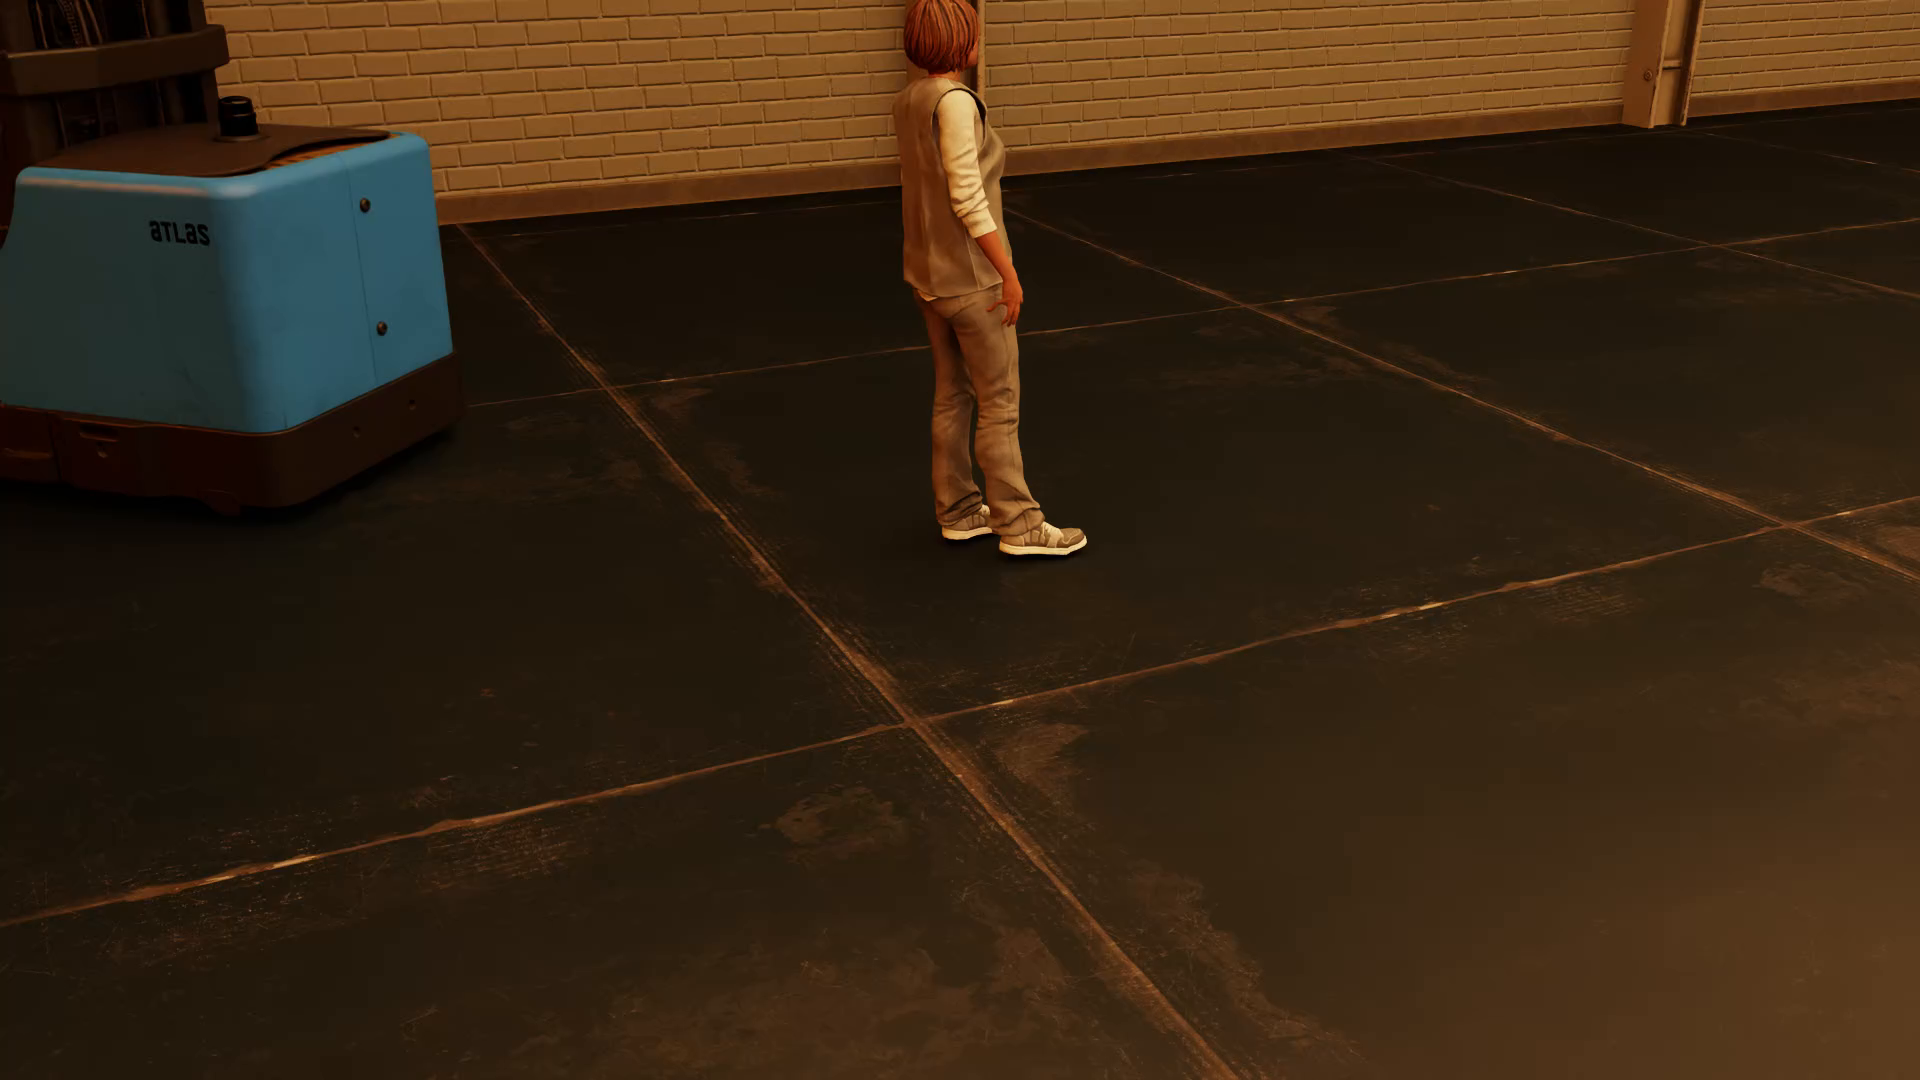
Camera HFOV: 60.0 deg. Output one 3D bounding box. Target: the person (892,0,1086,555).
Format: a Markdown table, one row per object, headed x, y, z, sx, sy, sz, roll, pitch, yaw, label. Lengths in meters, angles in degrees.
| x | y | z | sx | sy | sz | roll | pitch | yaw | label |
| --- | --- | --- | --- | --- | --- | --- | --- | --- | --- |
| 0.074 | -0.751 | 4.815 | 0.473 | 1.599 | 0.521 | -10 | 25 | -23 | person |

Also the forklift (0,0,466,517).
| x | y | z | sx | sy | sz | roll | pitch | yaw | label |
| --- | --- | --- | --- | --- | --- | --- | --- | --- | --- |
| -3.360 | -1.742 | 5.480 | 3.031 | 2.935 | 1.130 | 7 | 24 | 16 | forklift |
